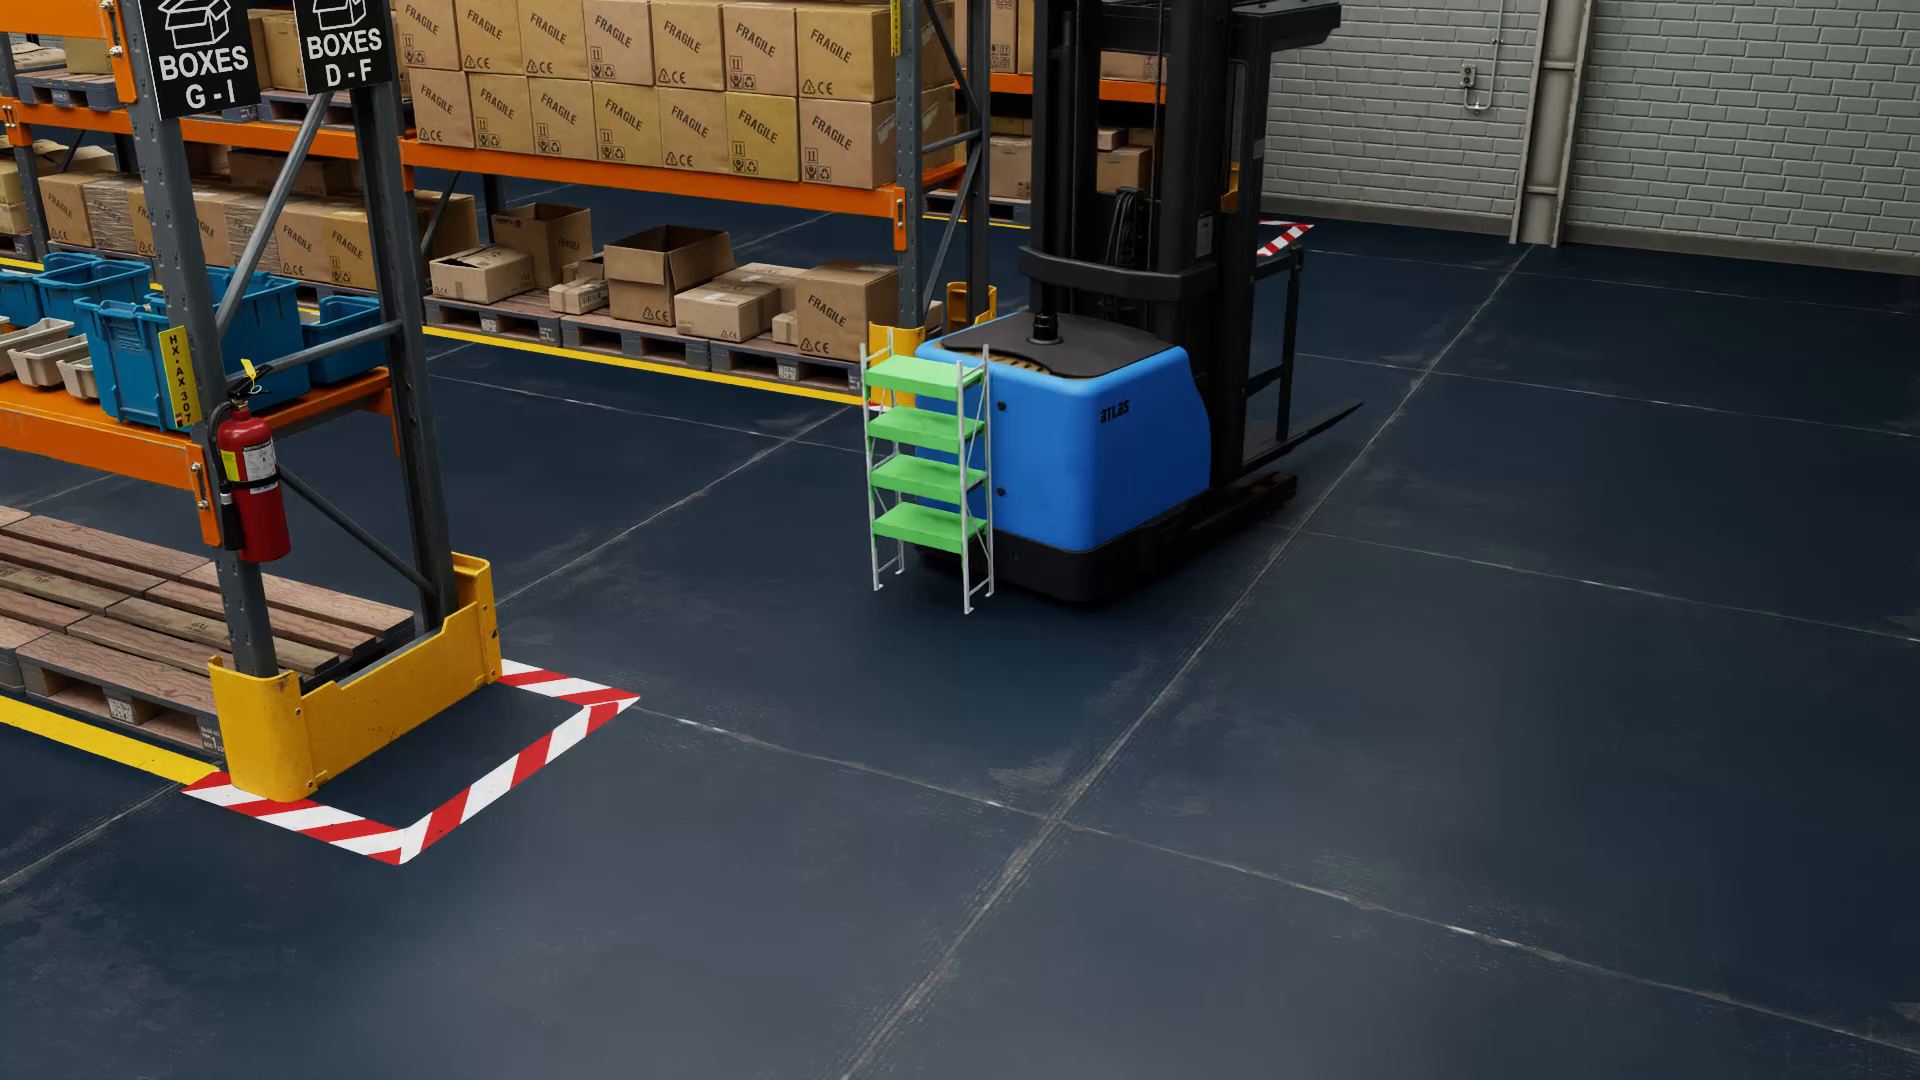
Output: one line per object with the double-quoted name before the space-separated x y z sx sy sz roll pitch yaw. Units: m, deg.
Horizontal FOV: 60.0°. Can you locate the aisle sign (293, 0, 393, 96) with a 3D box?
"aisle sign" -2.130 -1.942 5.662 0.004 0.787 0.394 11 25 25

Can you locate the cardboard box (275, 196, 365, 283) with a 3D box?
"cardboard box" -4.666 -2.220 12.268 0.500 0.500 0.500 11 26 25

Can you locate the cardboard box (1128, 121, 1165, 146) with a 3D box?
"cardboard box" 1.674 -3.593 14.693 0.250 0.149 0.380 11 26 25

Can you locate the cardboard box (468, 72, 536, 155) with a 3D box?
"cardboard box" -2.869 -2.862 11.019 0.500 0.500 0.500 12 26 25

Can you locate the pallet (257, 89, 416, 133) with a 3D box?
"pallet" -4.323 -3.181 12.143 1.213 0.211 1.003 11 25 25

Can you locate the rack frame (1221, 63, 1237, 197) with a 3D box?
"rack frame" 2.142 -4.115 14.092 0.127 3.000 1.000 11 25 25

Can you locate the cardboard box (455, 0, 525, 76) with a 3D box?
"cardboard box" -2.905 -3.324 10.828 0.500 0.500 0.500 10 25 23

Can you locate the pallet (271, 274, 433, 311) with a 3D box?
"pallet" -4.402 -1.937 12.536 1.213 0.211 1.003 11 25 25

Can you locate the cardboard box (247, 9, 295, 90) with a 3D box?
"cardboard box" -5.264 -3.620 12.265 0.500 0.500 0.700 5 24 11

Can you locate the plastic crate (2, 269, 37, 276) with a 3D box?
"plastic crate" -4.208 -1.065 7.181 0.466 0.136 0.293 11 25 25

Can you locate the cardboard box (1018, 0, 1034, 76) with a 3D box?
"cardboard box" 1.028 -4.464 14.530 0.700 0.700 0.980 11 25 24

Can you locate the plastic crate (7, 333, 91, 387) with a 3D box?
"plastic crate" -3.389 -0.698 6.318 0.243 0.136 0.396 11 25 25

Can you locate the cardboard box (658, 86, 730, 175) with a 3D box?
"cardboard box" -1.519 -2.594 10.390 0.500 0.500 0.500 11 26 25

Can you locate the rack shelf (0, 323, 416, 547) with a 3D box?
"rack shelf" -4.113 -0.677 6.928 4.000 0.370 1.077 11 25 25

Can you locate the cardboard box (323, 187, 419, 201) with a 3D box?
"cardboard box" -4.462 -2.403 12.700 0.500 0.500 0.500 12 26 25

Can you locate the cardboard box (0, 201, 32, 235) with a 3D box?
"cardboard box" -7.809 -2.732 13.818 0.500 0.250 0.500 12 26 26

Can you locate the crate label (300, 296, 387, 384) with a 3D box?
"crate label" -2.400 -0.764 6.350 0.303 0.233 0.416 11 25 25

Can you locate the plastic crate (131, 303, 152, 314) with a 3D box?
"plastic crate" -3.254 -0.925 6.852 0.298 0.136 0.250 11 25 25

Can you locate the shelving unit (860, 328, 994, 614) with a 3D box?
"shelving unit" -0.138 -0.303 7.410 0.503 1.200 0.258 13 30 28

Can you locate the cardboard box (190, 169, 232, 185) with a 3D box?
"cardboard box" -5.827 -2.674 13.337 0.500 0.500 0.500 10 25 23

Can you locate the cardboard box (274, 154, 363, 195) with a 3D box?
"cardboard box" -4.873 -2.835 12.756 0.500 0.250 0.500 11 26 25

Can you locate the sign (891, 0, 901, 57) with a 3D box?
"sign" -0.358 -2.872 9.287 0.005 0.325 0.100 11 25 25

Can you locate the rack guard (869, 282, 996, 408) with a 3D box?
"rack guard" -0.157 -1.247 10.543 0.348 0.500 1.175 11 25 25

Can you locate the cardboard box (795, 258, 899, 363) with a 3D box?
"cardboard box" -0.686 -1.446 10.449 0.500 0.500 0.500 11 25 25

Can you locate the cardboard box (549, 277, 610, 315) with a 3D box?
"cardboard box" -2.606 -1.690 11.449 0.250 0.166 0.380 11 25 25

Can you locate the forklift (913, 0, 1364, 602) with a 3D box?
"forklift" 1.103 -1.576 8.211 1.130 2.935 3.031 18 29 36

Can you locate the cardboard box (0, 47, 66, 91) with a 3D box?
"cardboard box" -7.534 -3.835 13.549 0.500 0.311 0.500 13 26 28

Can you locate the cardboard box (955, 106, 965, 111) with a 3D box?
"cardboard box" -0.140 -3.951 15.536 0.250 0.149 0.380 10 25 23

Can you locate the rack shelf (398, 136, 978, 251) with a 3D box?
"rack shelf" -1.874 -2.406 10.994 4.000 0.370 1.077 11 25 25

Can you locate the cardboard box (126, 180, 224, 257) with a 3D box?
"cardboard box" -6.037 -2.488 12.899 0.500 0.500 0.500 11 25 24

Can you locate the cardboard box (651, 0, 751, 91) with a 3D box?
"cardboard box" -1.527 -3.051 10.187 0.500 0.500 0.500 12 26 26

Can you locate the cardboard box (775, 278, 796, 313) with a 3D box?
"cardboard box" -0.893 -1.604 11.141 0.500 0.250 0.500 11 25 25

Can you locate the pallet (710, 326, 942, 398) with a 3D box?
"pallet" -0.869 -1.254 10.930 1.213 0.211 1.003 11 25 25

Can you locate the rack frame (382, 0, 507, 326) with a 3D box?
"rack frame" -3.659 -3.090 11.684 0.127 3.000 1.000 11 25 25

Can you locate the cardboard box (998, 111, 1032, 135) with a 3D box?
"cardboard box" 0.542 -3.816 15.218 0.250 0.149 0.380 11 26 25

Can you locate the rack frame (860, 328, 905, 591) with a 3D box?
"rack frame" -0.348 -0.351 7.525 0.015 1.200 0.240 13 30 28

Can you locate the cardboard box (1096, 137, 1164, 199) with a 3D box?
"cardboard box" 1.472 -3.246 14.708 0.500 0.500 0.700 11 25 25

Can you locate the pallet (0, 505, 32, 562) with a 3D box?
"pallet" -5.224 0.039 7.889 1.213 0.211 1.003 11 25 25

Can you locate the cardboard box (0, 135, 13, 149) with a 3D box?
"cardboard box" -8.491 -3.358 14.574 0.500 0.311 0.500 10 25 23

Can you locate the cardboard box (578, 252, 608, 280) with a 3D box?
"cardboard box" -2.354 -1.921 11.809 0.500 0.311 0.500 11 25 25

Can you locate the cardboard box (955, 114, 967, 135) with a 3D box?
"cardboard box" -0.117 -3.778 15.130 0.250 0.149 0.380 10 25 23

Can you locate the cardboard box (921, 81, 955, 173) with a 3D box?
"cardboard box" -0.367 -2.600 10.404 0.500 0.500 0.500 12 26 26

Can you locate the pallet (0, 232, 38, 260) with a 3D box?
"pallet" -7.946 -2.672 14.264 1.213 0.211 1.003 11 25 25

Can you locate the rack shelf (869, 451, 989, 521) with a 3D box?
"rack shelf" -0.136 -0.245 7.438 0.480 0.148 0.258 13 30 28
